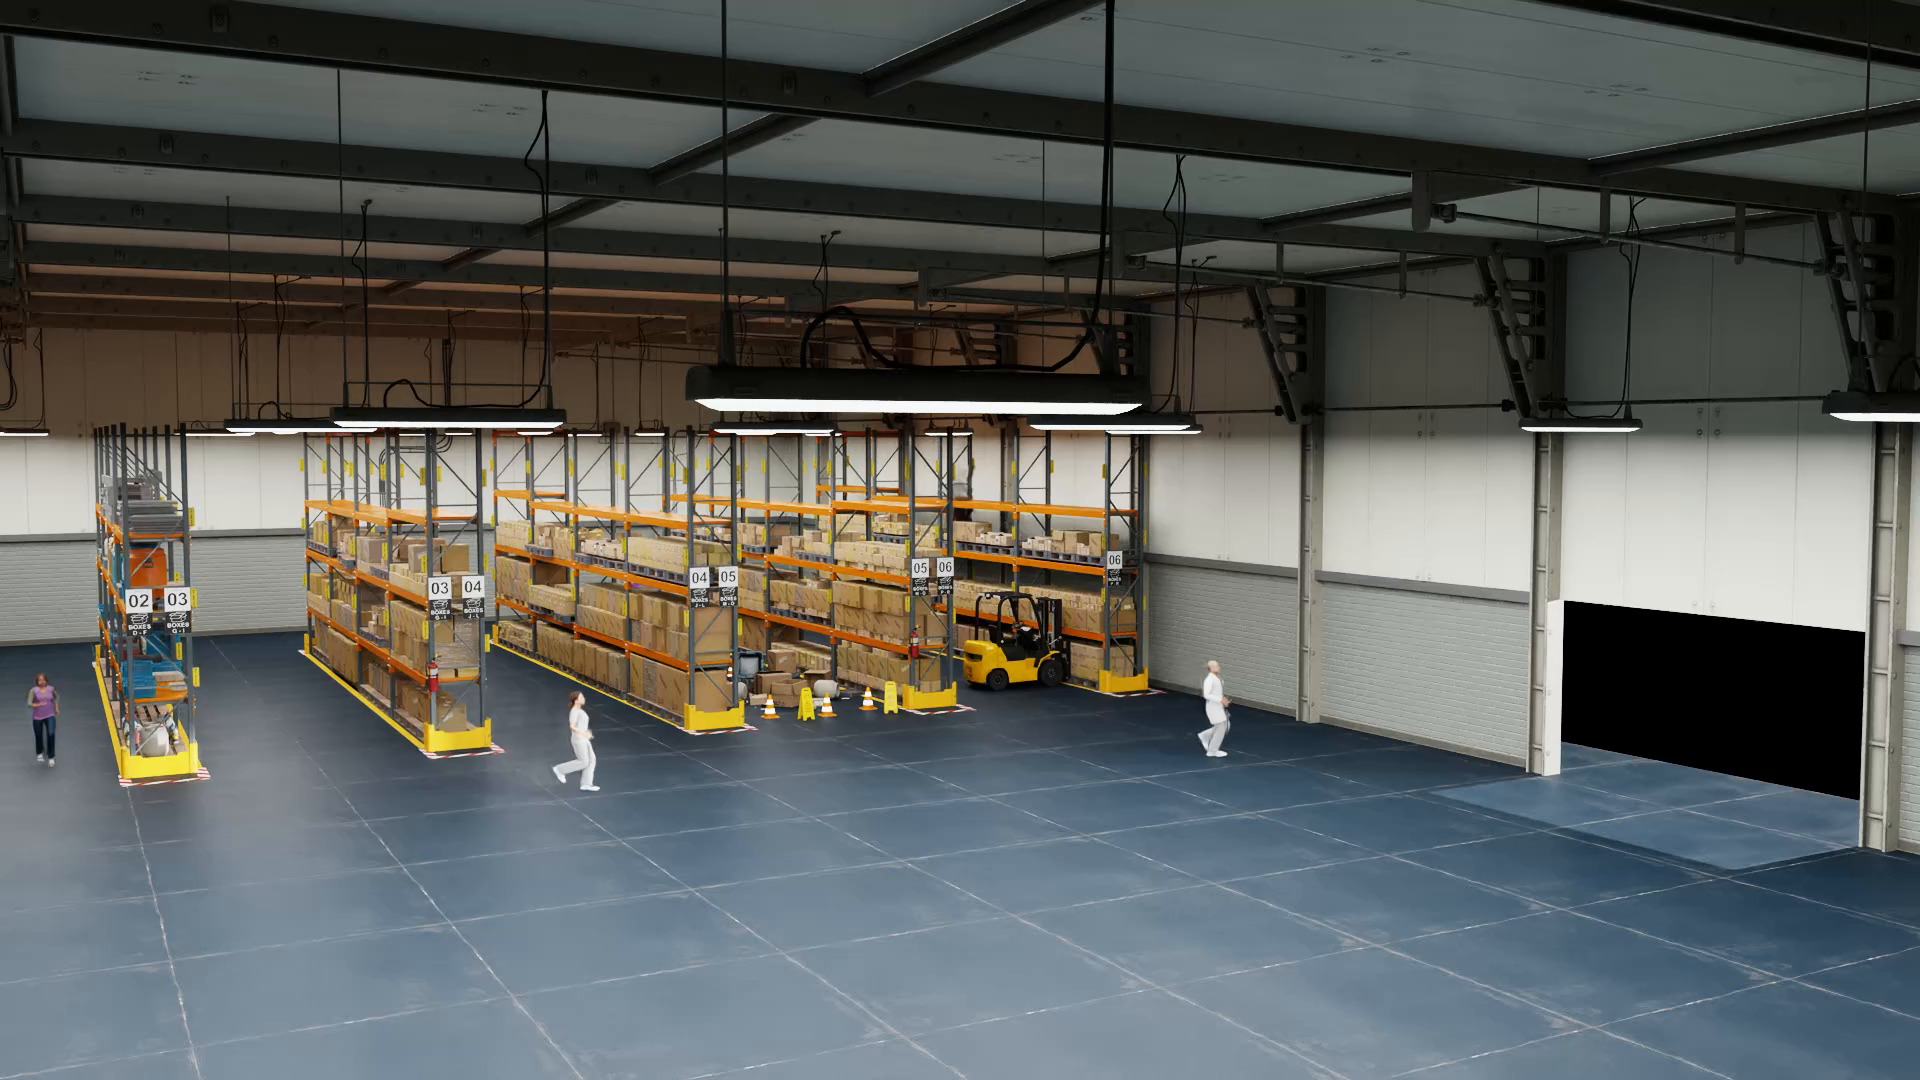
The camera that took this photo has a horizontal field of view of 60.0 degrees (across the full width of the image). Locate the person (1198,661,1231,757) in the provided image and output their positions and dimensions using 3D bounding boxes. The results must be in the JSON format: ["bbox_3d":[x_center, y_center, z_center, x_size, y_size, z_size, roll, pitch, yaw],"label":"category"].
[{"bbox_3d":[4.603,3.037,30.002,0.663,1.726,0.706,1,4,23],"label":"person"}]

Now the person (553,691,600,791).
[{"bbox_3d":[-6.244,3.271,27.071,0.731,1.641,0.565,0,3,-4],"label":"person"}]

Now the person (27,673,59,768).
[{"bbox_3d":[-16.059,3.153,29.151,0.510,1.646,0.724,-2,4,-33],"label":"person"}]

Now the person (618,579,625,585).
[{"bbox_3d":[-10.203,1.840,50.013,0.578,1.704,0.714,-1,4,-23],"label":"person"}]
